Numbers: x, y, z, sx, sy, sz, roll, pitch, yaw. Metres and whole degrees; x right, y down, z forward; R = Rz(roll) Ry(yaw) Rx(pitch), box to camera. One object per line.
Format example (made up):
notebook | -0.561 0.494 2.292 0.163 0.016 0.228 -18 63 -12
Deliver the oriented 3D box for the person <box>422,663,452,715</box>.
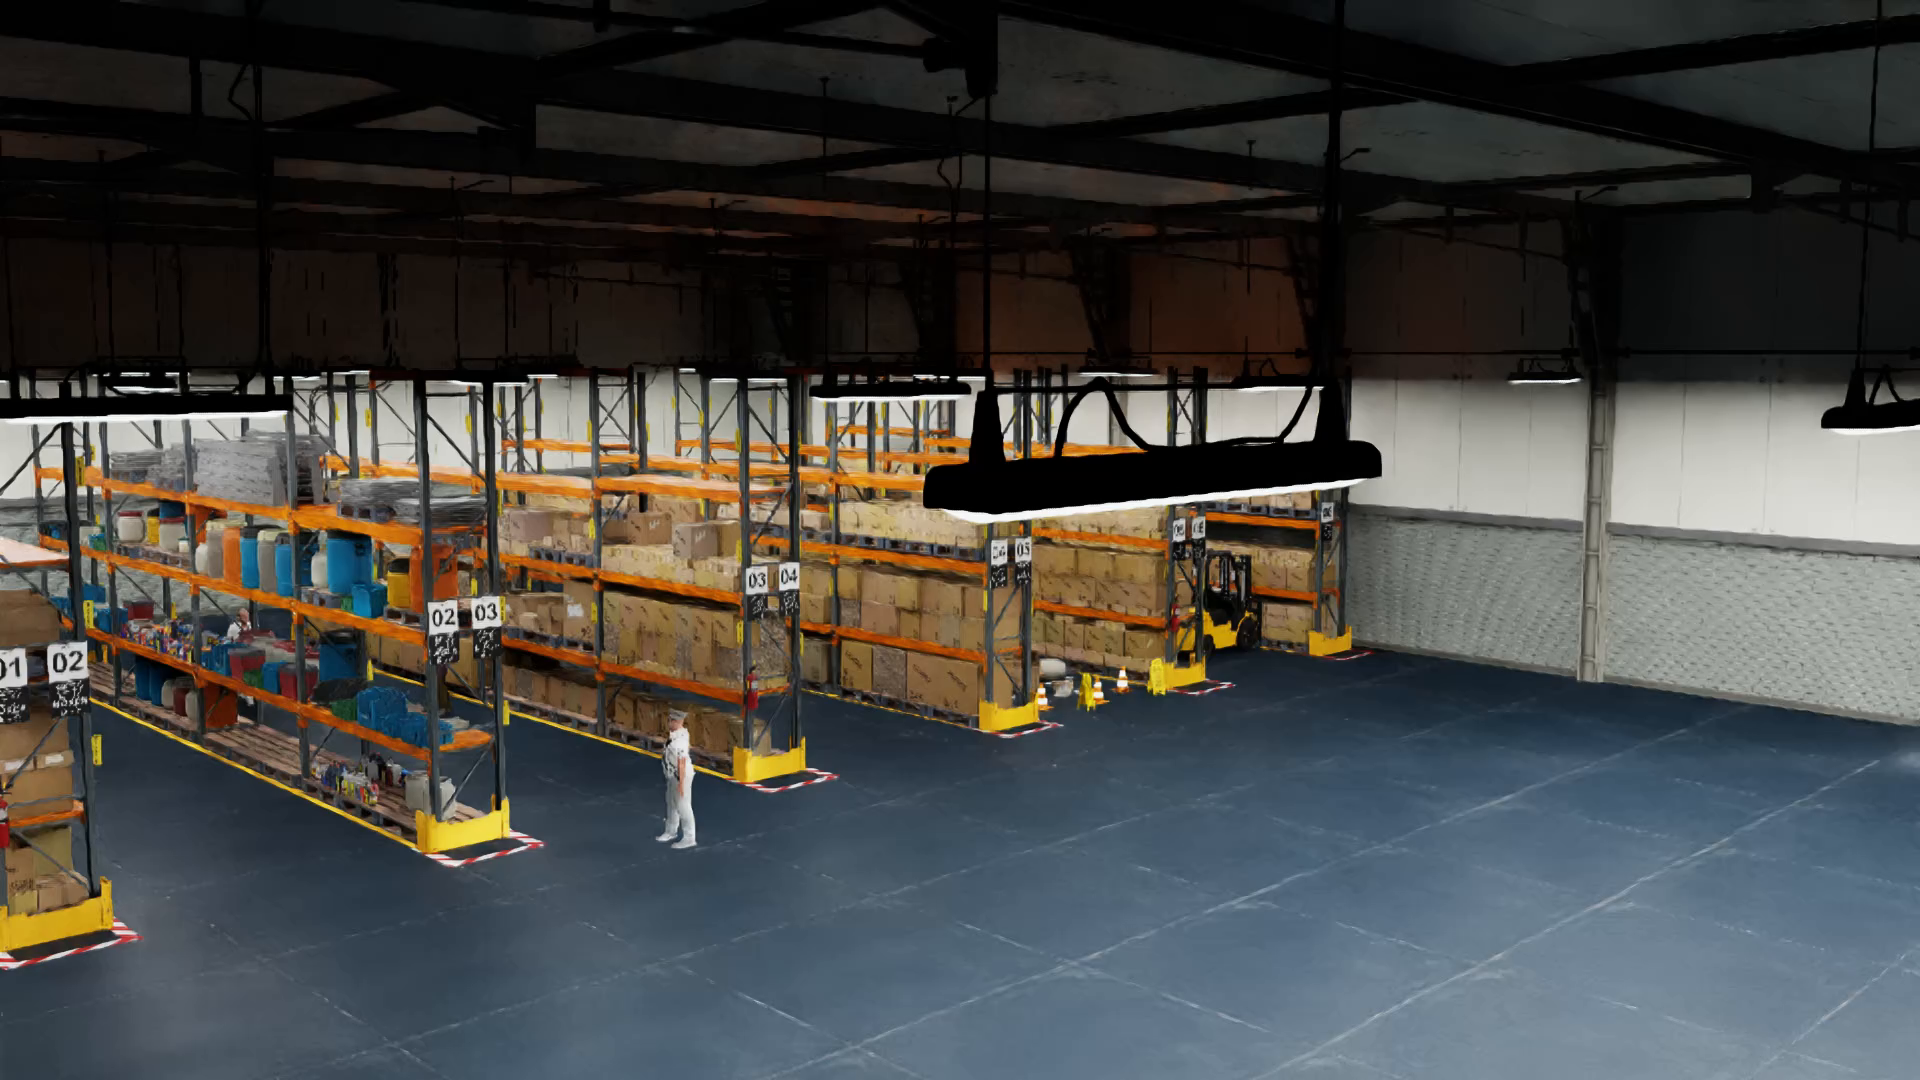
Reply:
person | -9.240 2.148 29.105 0.636 1.775 0.677 -2 7 -13

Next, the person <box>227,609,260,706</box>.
person | -12.873 2.091 29.988 1.110 1.721 0.603 6 9 45

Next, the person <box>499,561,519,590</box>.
person | -11.808 0.588 43.496 0.584 1.676 0.951 -2 7 -16

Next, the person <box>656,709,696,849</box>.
person | -3.663 3.048 21.352 0.504 1.747 0.588 -2 7 -14
